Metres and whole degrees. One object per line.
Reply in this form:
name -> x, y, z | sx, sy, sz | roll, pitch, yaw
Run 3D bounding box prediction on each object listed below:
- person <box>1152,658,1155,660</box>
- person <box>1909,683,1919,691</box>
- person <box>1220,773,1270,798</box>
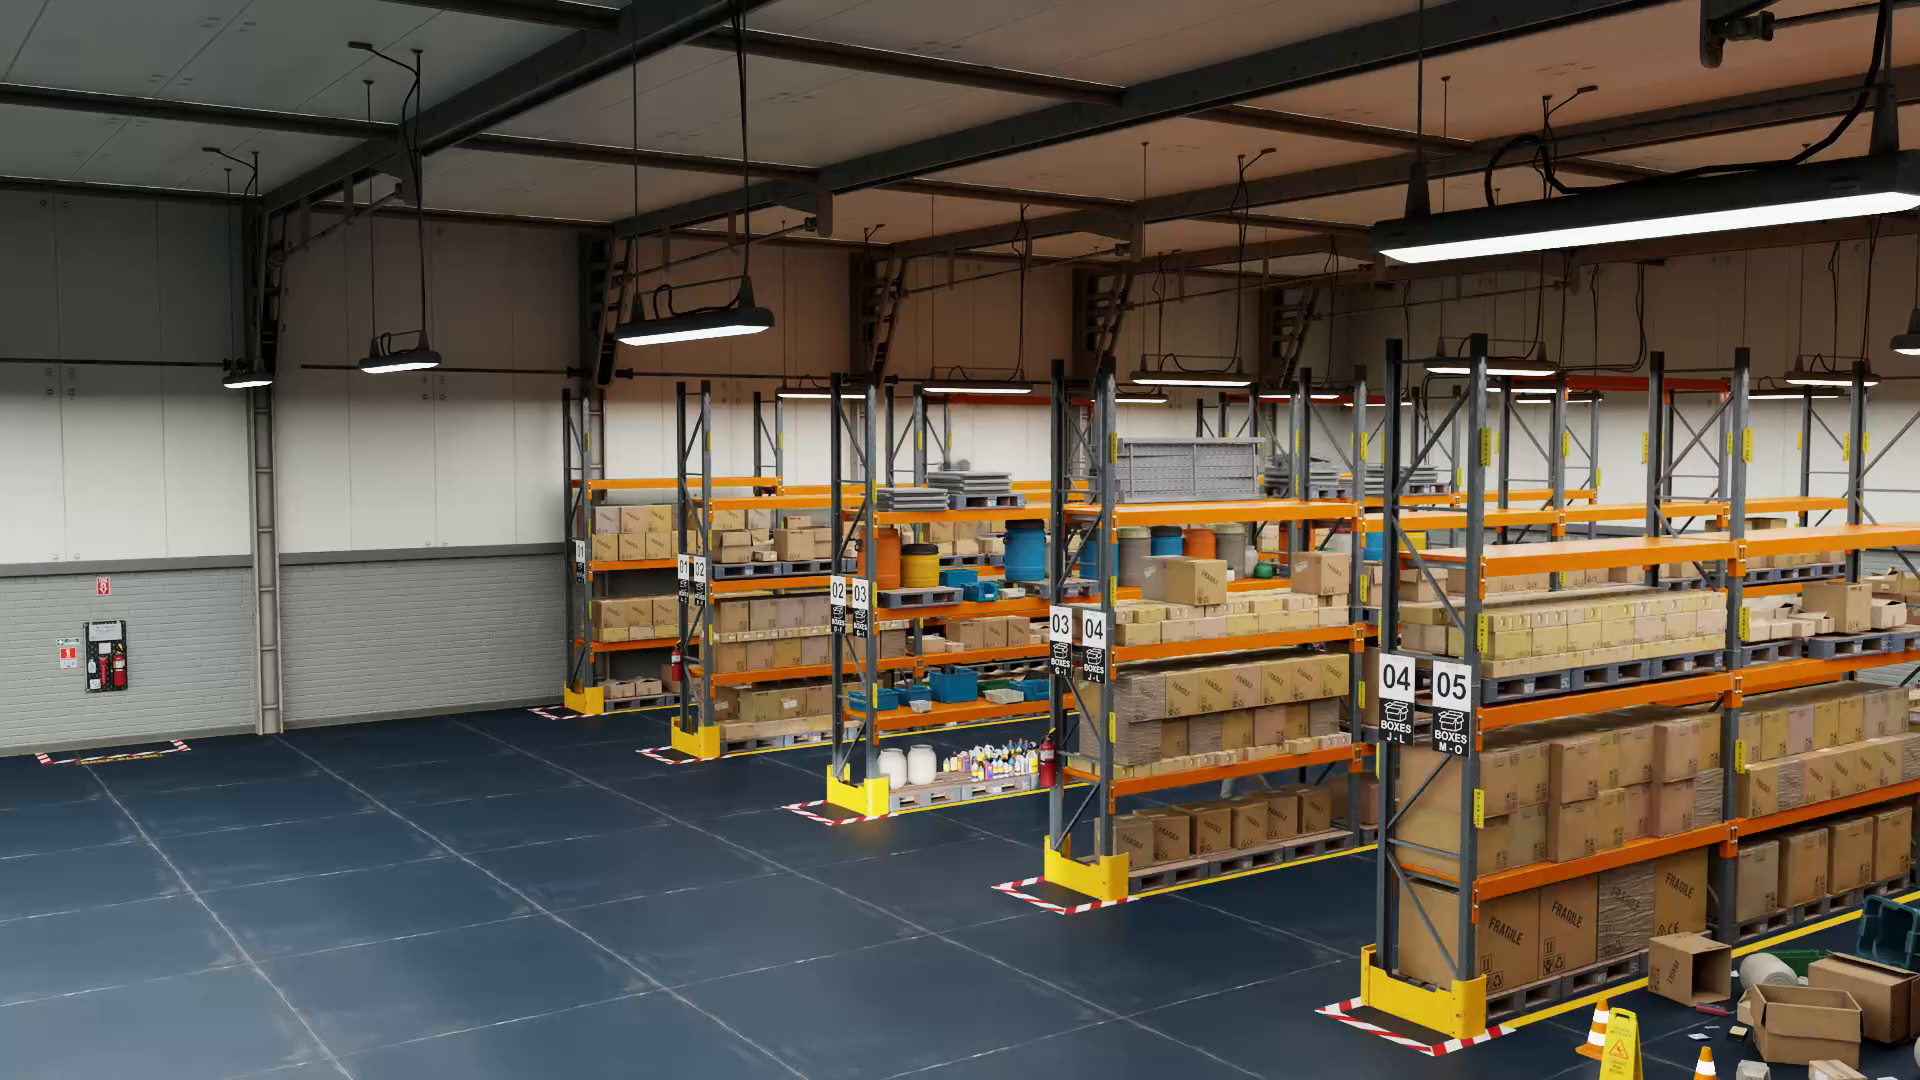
person -> 3.100, 2.209, 27.933 | 0.787, 1.860, 0.713 | -3, 5, -38
person -> 13.594, 2.848, 23.678 | 0.653, 1.631, 0.514 | -3, 5, -37
person -> 3.833, 2.820, 22.492 | 0.954, 1.785, 0.656 | -3, 5, -36
